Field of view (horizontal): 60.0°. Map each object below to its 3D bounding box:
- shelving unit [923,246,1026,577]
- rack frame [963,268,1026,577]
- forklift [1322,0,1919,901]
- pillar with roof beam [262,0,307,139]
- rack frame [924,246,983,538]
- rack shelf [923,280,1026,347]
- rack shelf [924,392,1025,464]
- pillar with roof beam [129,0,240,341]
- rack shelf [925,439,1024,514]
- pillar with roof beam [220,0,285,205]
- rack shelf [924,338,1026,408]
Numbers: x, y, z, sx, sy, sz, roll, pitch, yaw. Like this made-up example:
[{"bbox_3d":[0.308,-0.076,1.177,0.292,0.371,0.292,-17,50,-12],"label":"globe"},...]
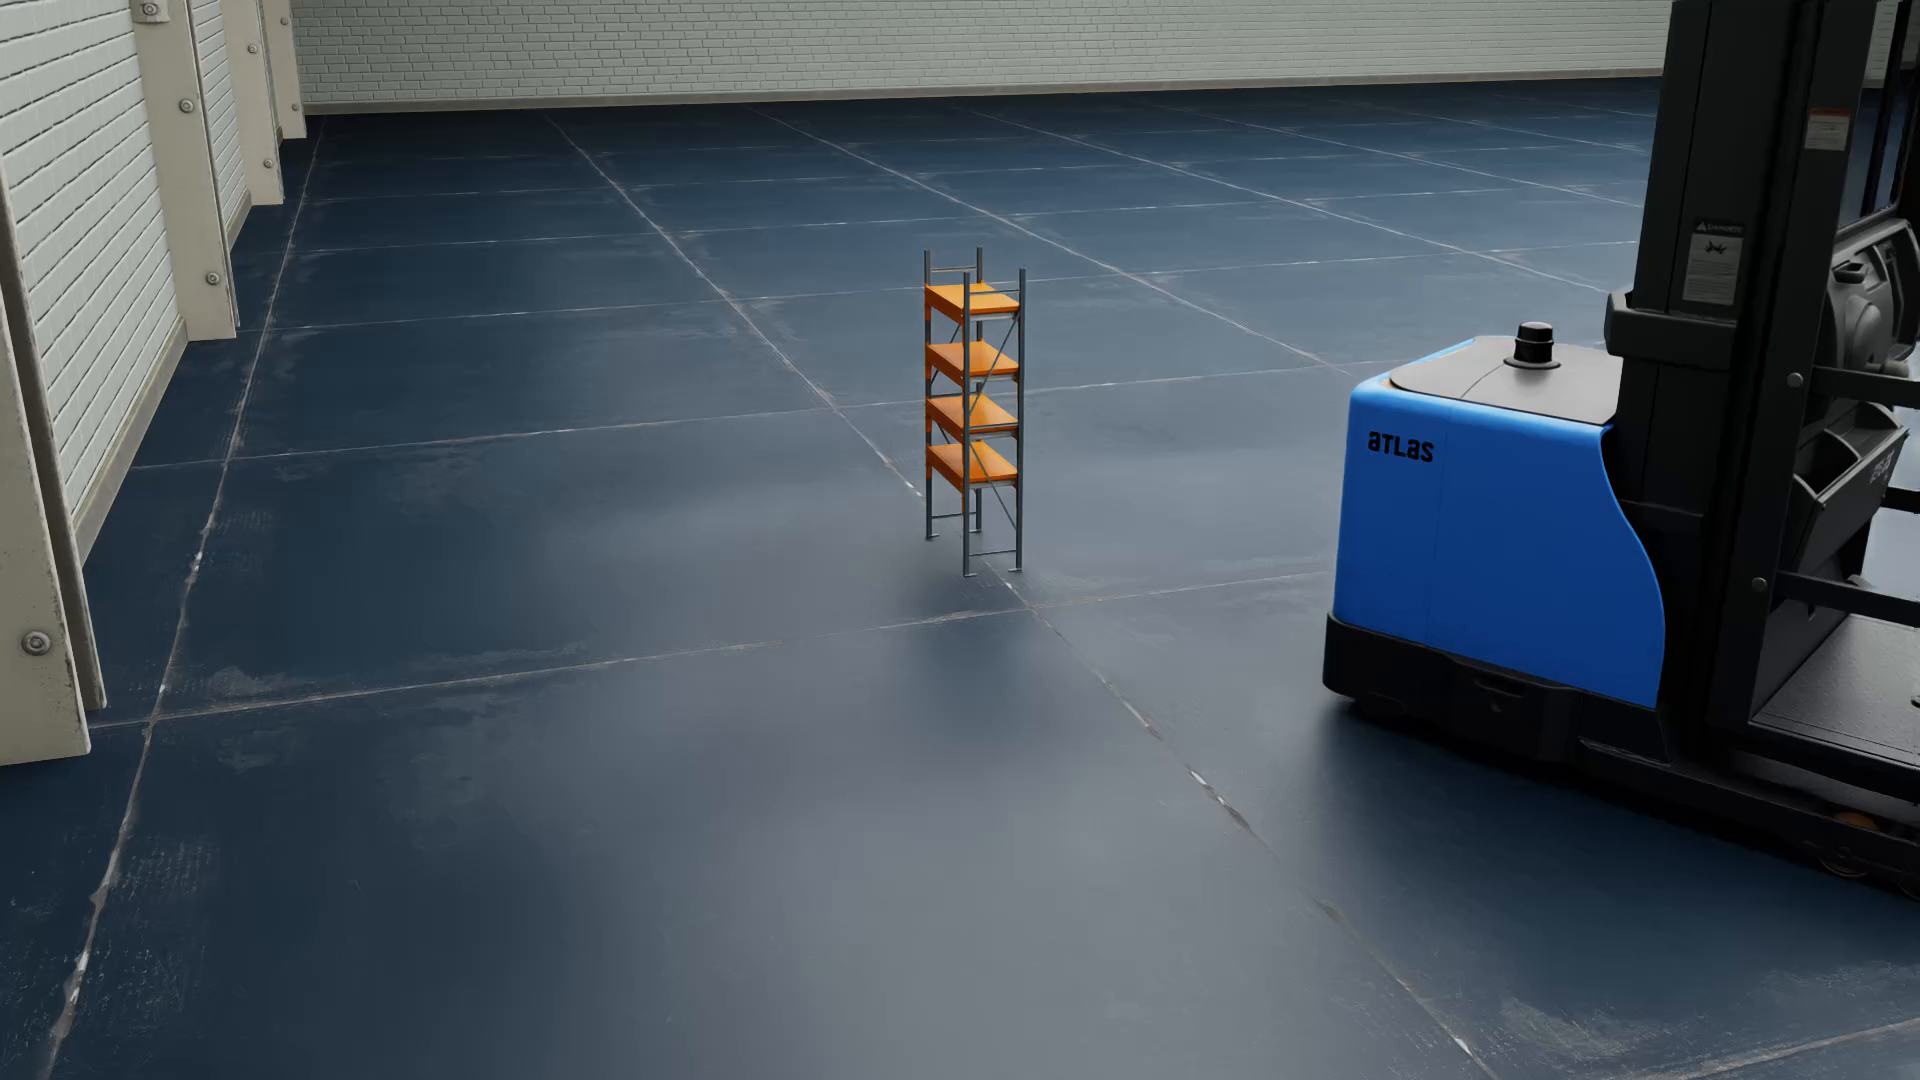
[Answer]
[{"bbox_3d":[0.052,-0.512,6.566,0.258,1.200,0.503,-6,21,-17],"label":"shelving unit"},{"bbox_3d":[0.129,-0.433,6.348,0.240,1.200,0.015,-6,21,-17],"label":"rack frame"},{"bbox_3d":[2.627,-0.642,4.369,3.031,2.935,1.130,16,25,38],"label":"forklift"},{"bbox_3d":[-4.448,-9.860,21.057,9.100,9.000,0.400,-6,21,-17],"label":"pillar with roof beam"},{"bbox_3d":[-0.025,-0.590,6.784,0.240,1.200,0.015,-6,21,-17],"label":"rack frame"},{"bbox_3d":[0.052,-0.881,6.433,0.258,0.148,0.480,-6,21,-17],"label":"rack shelf"},{"bbox_3d":[0.052,-0.448,6.589,0.258,0.148,0.480,-6,21,-17],"label":"rack shelf"},{"bbox_3d":[-0.676,-6.010,10.336,9.100,9.000,0.400,-6,21,-17],"label":"pillar with roof beam"},{"bbox_3d":[0.052,-0.261,6.656,0.258,0.148,0.480,-6,21,-17],"label":"rack shelf"},{"bbox_3d":[-2.562,-7.935,15.696,9.100,9.000,0.400,-6,21,-17],"label":"pillar with roof beam"},{"bbox_3d":[0.052,-0.659,6.513,0.258,0.148,0.480,-6,21,-17],"label":"rack shelf"}]
